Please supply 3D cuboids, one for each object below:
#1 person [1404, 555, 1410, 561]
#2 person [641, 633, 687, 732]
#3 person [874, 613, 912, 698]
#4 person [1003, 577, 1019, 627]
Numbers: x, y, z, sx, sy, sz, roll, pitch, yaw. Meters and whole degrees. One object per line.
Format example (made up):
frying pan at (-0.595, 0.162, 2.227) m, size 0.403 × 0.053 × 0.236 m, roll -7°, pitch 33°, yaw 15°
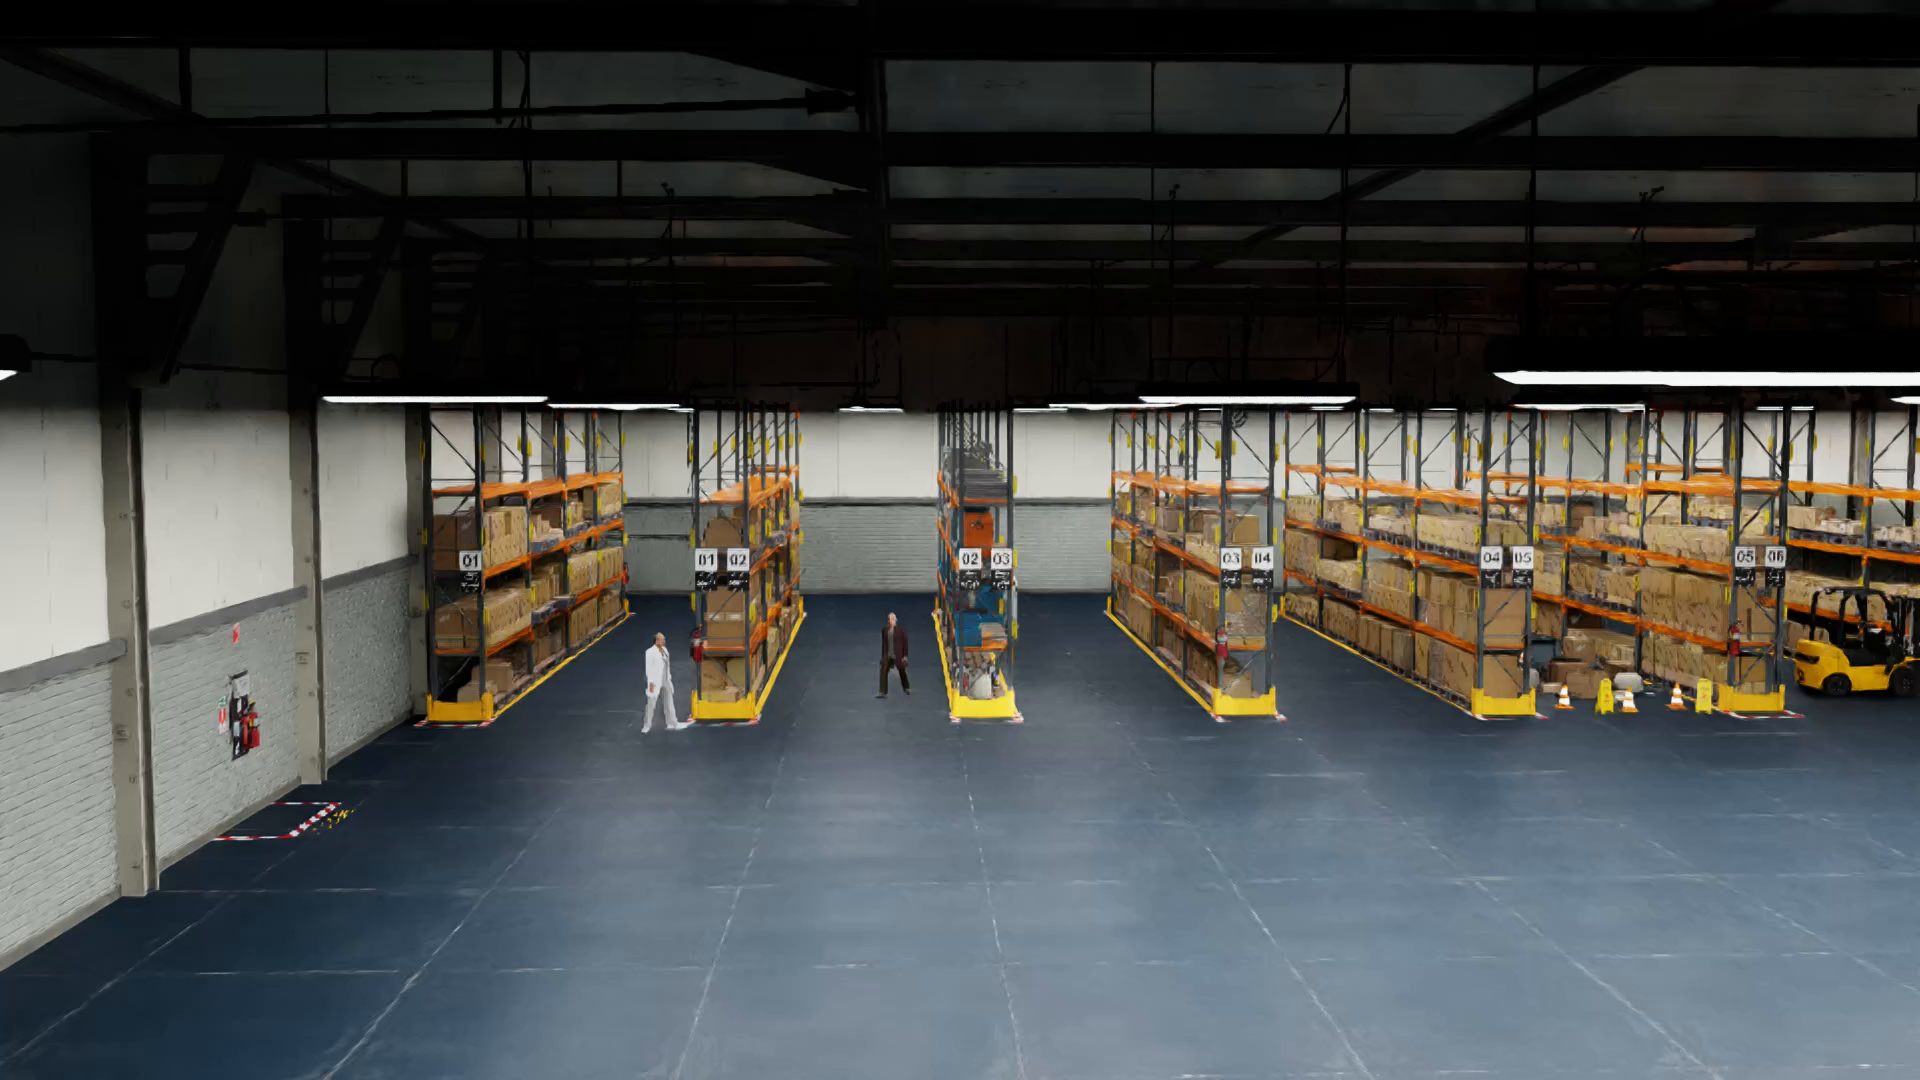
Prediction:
person at (12.397, 1.293, 46.363) m, size 0.388 × 1.783 × 0.655 m, roll -1°, pitch 4°, yaw -15°
person at (-5.393, 2.601, 29.939) m, size 0.576 × 1.666 × 0.766 m, roll 3°, pitch 5°, yaw 34°
person at (-1.326, 2.318, 33.567) m, size 0.630 × 1.730 × 1.046 m, roll 1°, pitch 5°, yaw 19°
person at (1.315, 1.534, 44.563) m, size 0.496 × 1.580 × 1.090 m, roll 0°, pitch 4°, yaw -4°
